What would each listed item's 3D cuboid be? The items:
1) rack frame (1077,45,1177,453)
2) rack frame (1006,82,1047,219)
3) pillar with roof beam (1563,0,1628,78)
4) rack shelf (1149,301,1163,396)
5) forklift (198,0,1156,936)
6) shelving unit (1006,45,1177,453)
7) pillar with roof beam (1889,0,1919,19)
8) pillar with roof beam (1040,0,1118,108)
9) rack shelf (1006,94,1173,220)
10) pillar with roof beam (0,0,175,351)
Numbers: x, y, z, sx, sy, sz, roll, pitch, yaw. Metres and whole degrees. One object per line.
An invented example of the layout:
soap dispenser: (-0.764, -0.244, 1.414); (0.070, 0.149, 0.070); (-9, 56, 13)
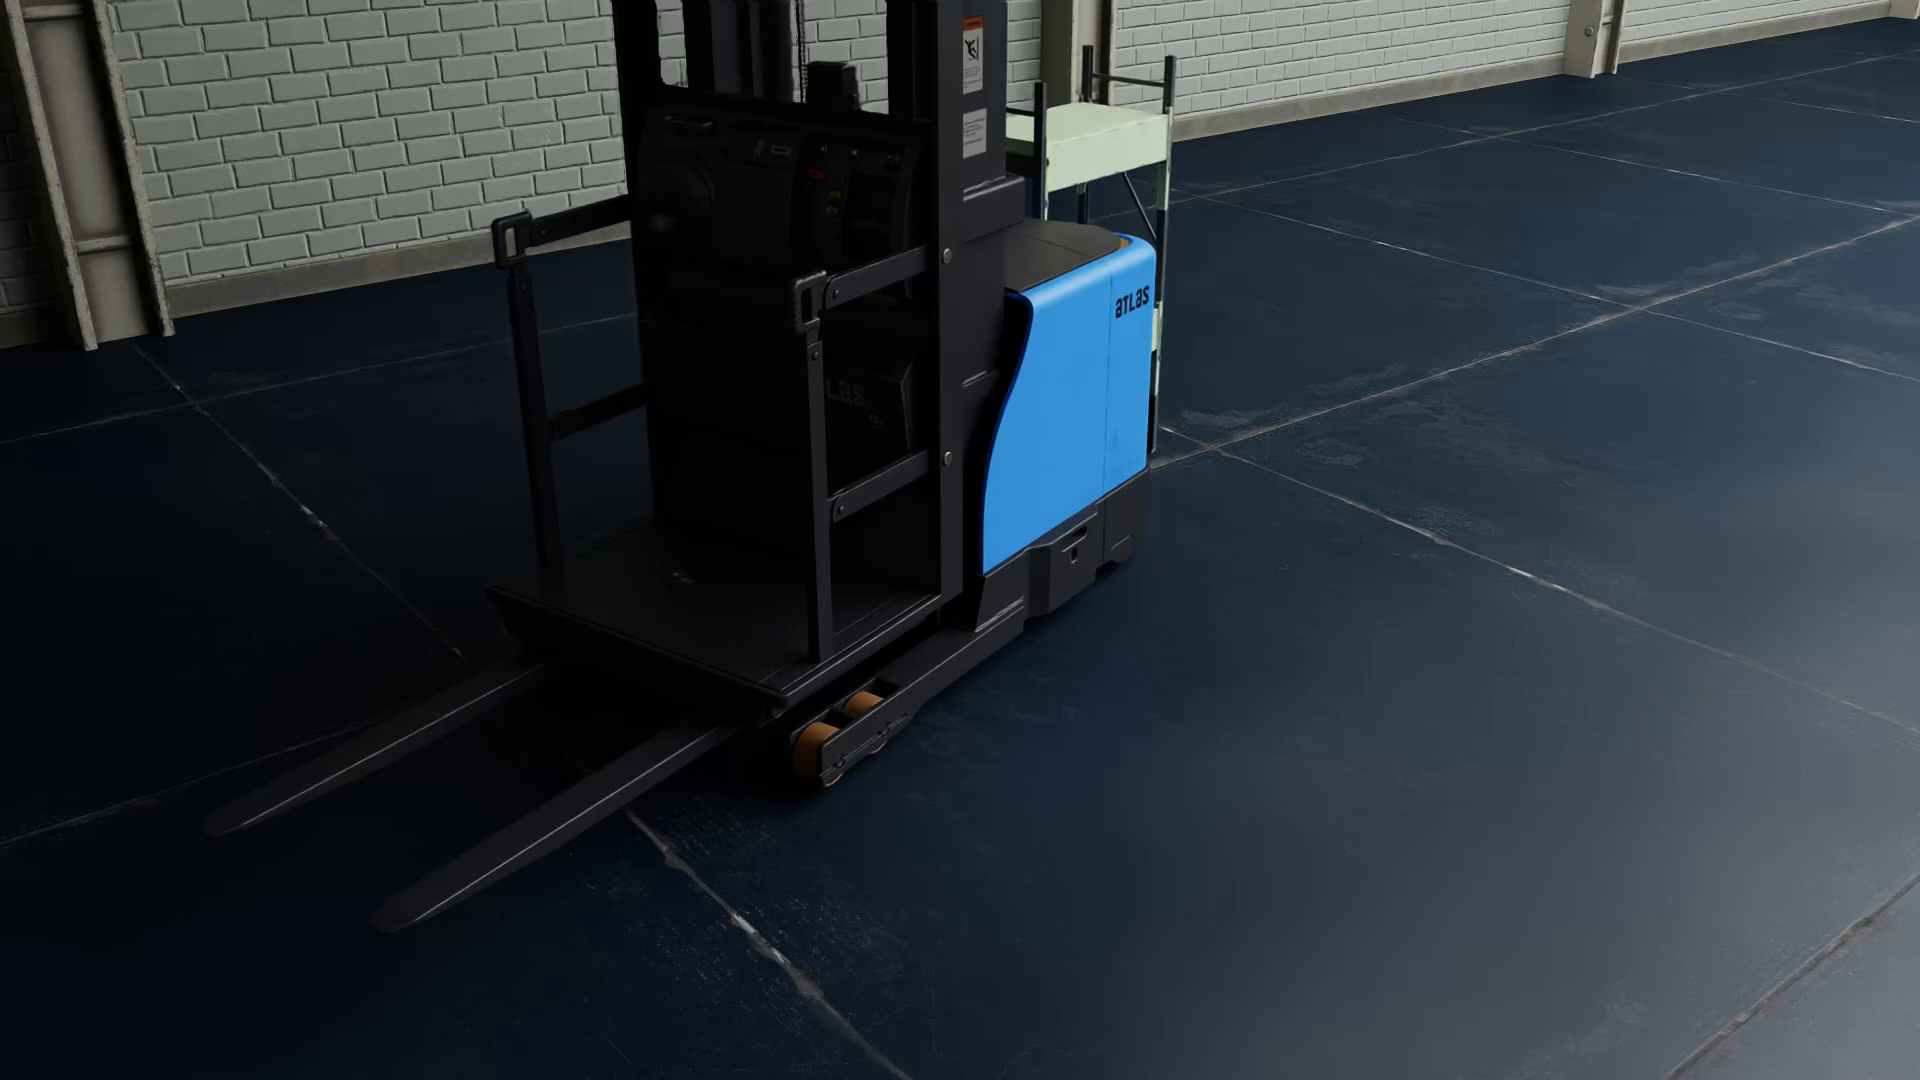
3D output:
rack frame: (0.607, -1.080, 6.295); (0.400, 1.500, 0.023); (20, 32, 37)
rack frame: (0.124, -0.848, 5.796); (0.400, 1.500, 0.023); (20, 32, 37)
pillar with roof beam: (8.152, -6.741, 9.584); (0.400, 9.000, 9.100); (-18, 31, -34)
rack shelf: (0.366, -0.668, 6.183); (0.431, 0.370, 0.720); (20, 32, 37)
forklift: (-0.612, -0.912, 4.234); (1.130, 2.935, 3.031); (16, 29, 31)
shelving unit: (0.366, -0.964, 6.046); (0.431, 1.500, 0.755); (20, 32, 37)
pillar with roof beam: (12.873, -8.299, 12.943); (0.400, 9.000, 9.100); (-18, 31, -34)
pillar with roof beam: (3.430, -5.182, 6.226); (0.400, 9.000, 9.100); (-18, 31, -34)
rack shelf: (0.366, -1.318, 5.881); (0.431, 0.370, 0.720); (20, 32, 37)
pillar with roof beam: (-1.291, -3.623, 2.868); (0.400, 9.000, 9.100); (-18, 31, -34)
